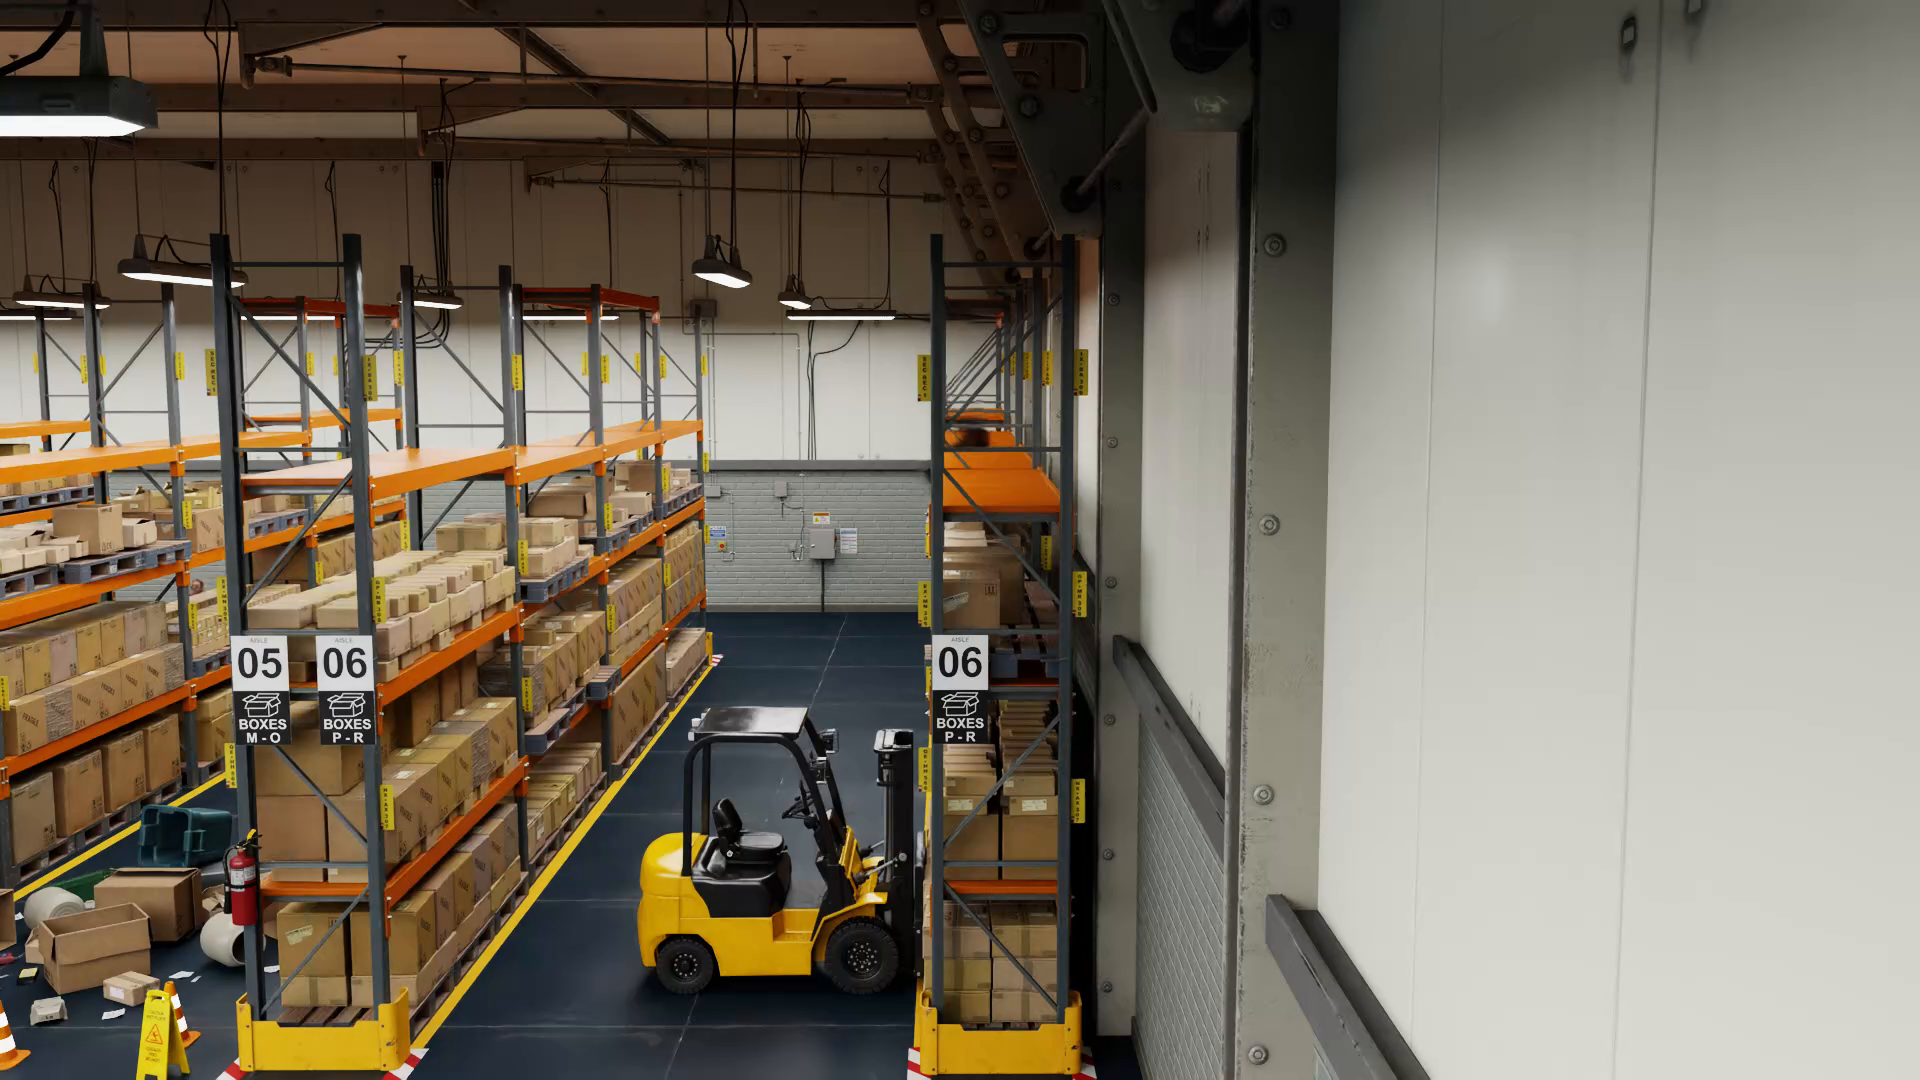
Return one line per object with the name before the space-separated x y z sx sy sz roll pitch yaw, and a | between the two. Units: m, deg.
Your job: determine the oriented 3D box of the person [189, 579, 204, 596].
person | -11.683 1.473 25.512 0.653 1.748 0.902 0 6 -1
